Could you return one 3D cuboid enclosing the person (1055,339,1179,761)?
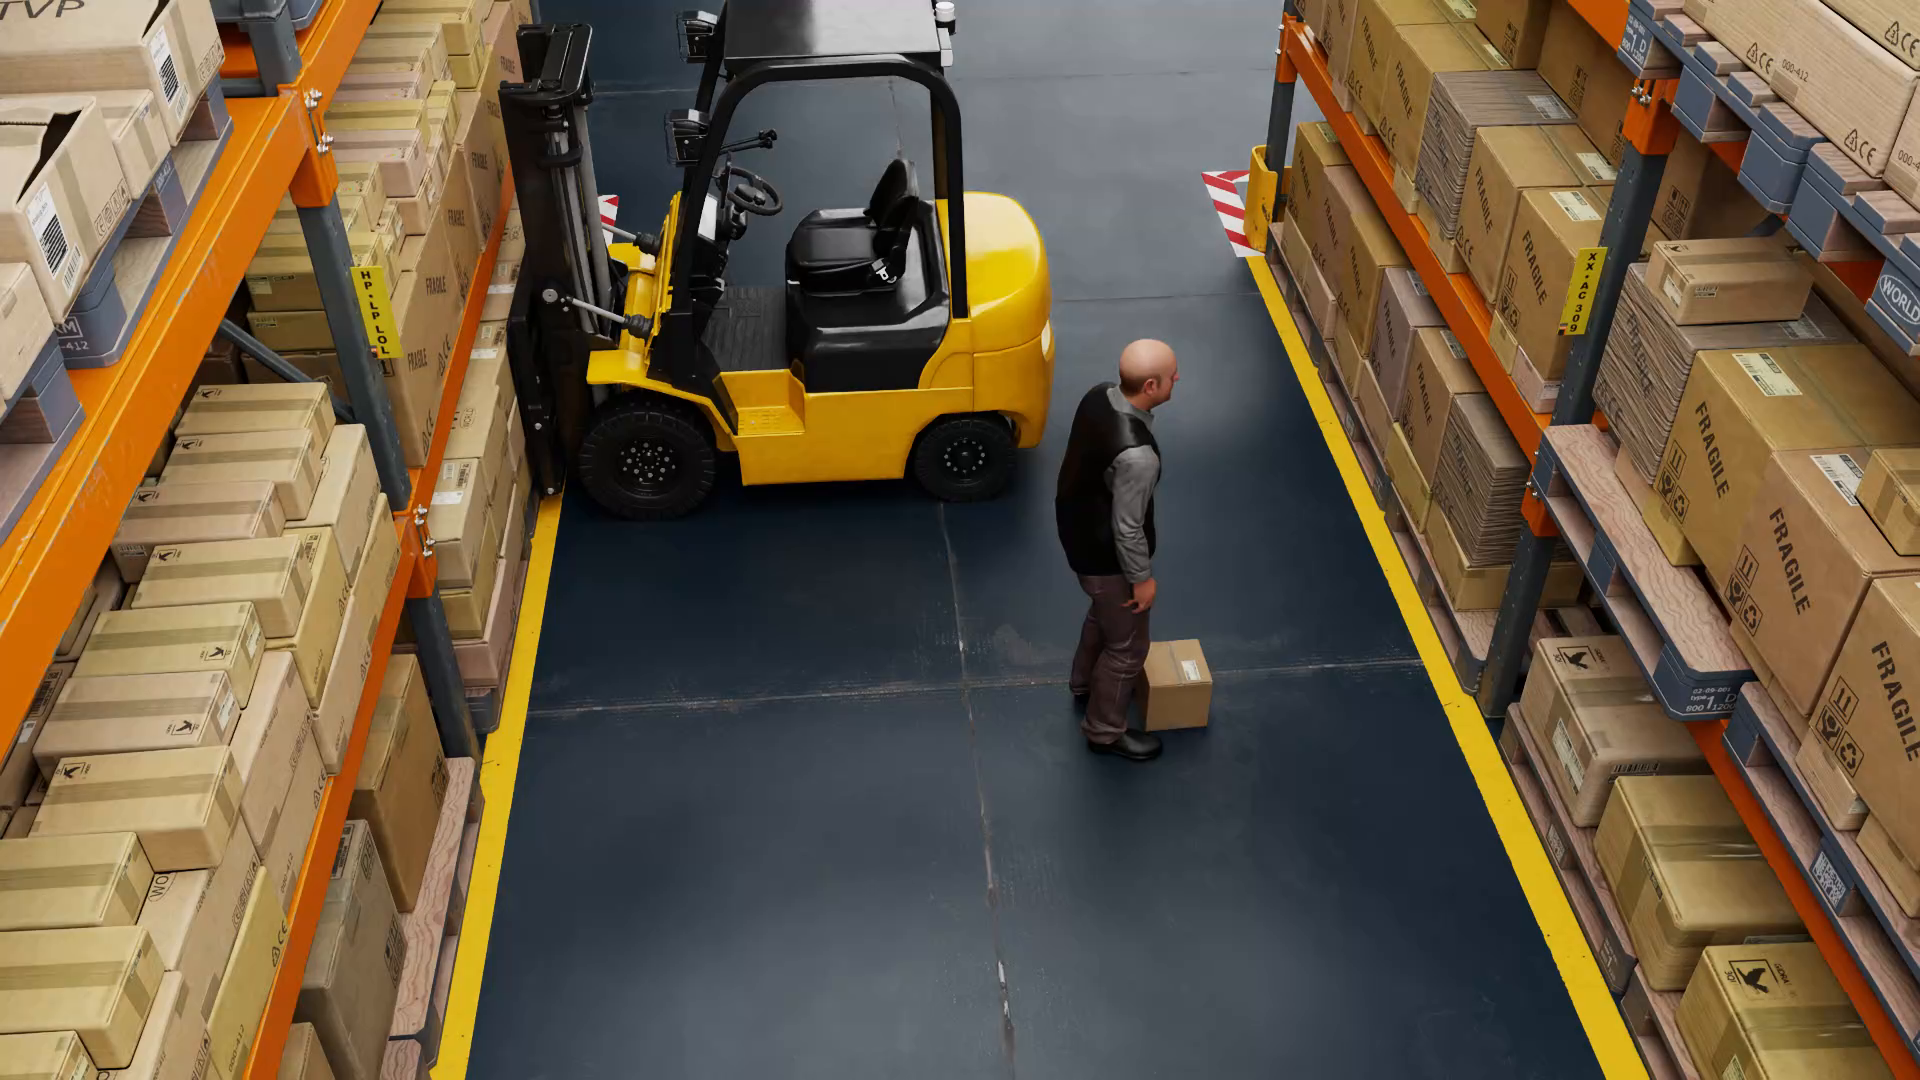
[{"bbox_3d":[0.564,0.023,6.145,0.421,1.720,0.593,-5,39,-7],"label":"person"}]
